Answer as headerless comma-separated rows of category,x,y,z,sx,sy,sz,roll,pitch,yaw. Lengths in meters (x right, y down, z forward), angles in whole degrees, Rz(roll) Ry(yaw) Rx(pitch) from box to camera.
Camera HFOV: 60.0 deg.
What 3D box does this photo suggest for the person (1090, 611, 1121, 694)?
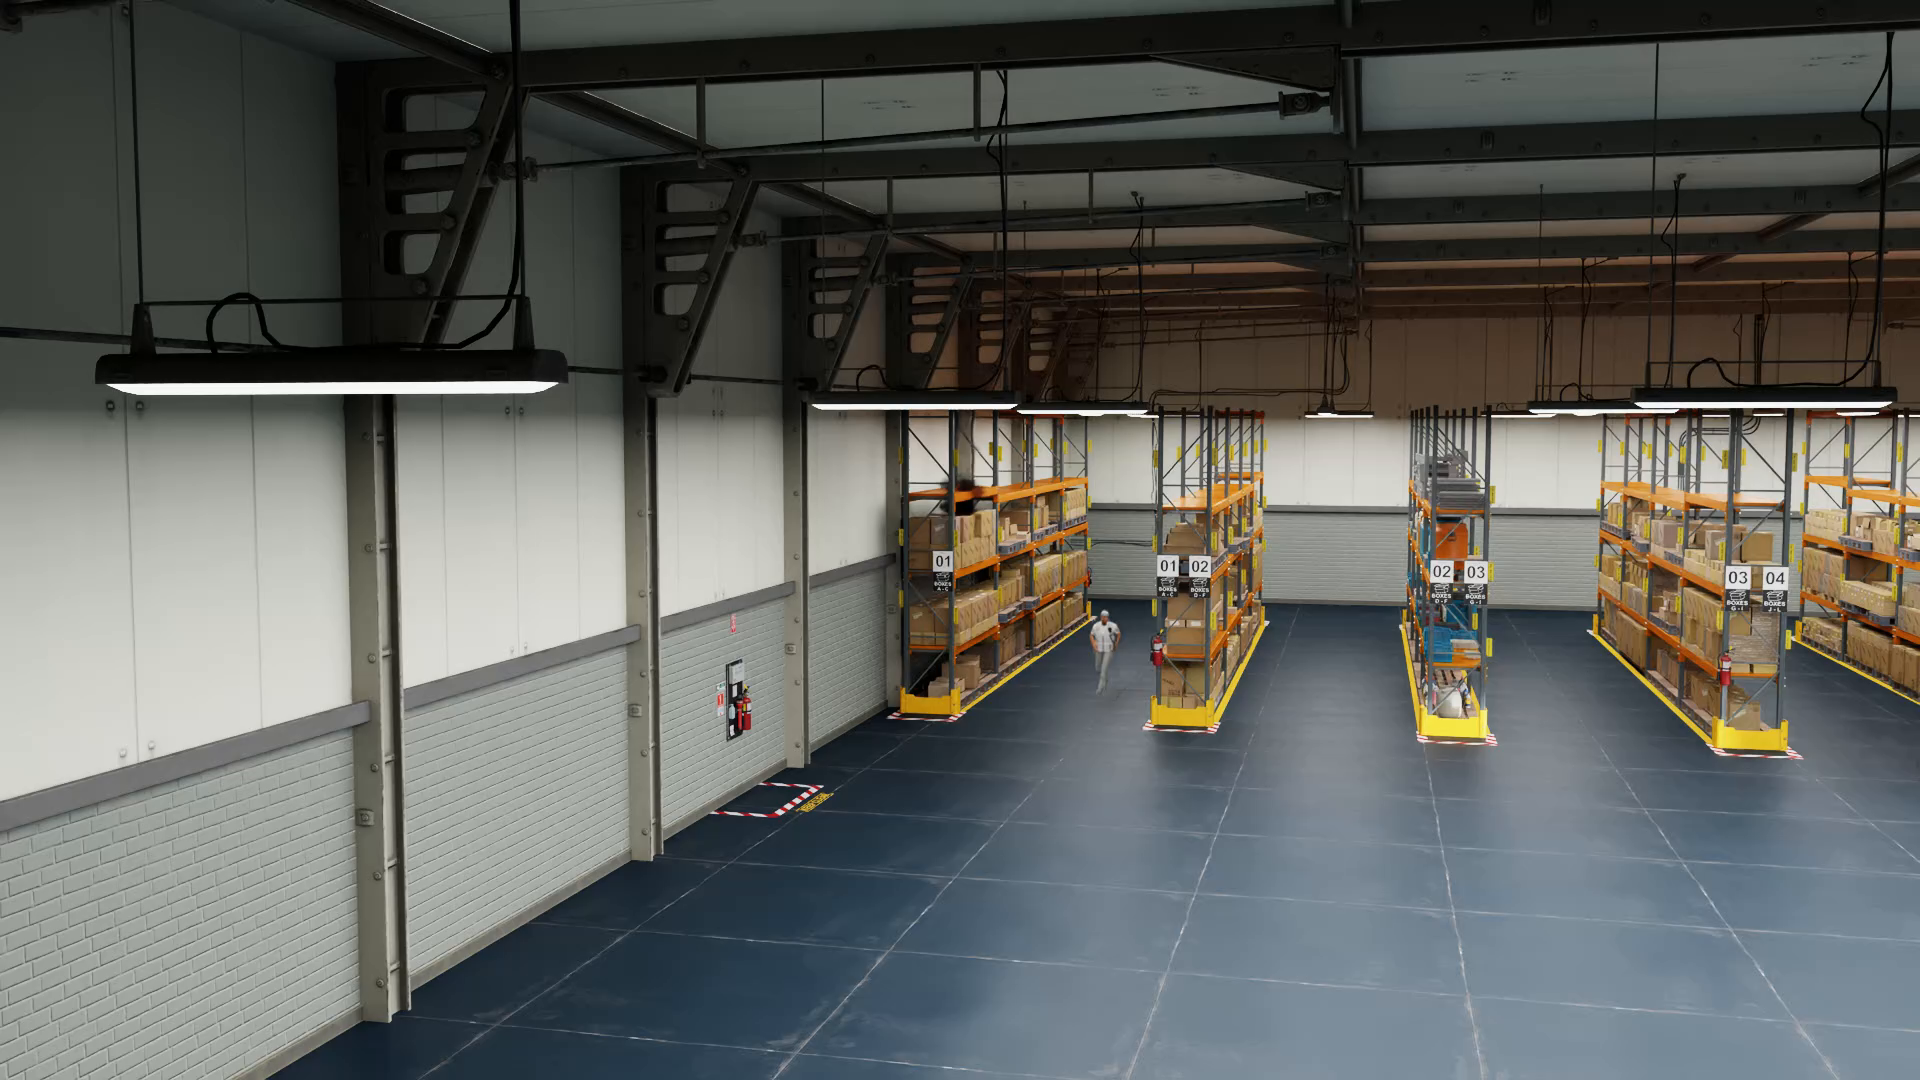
person,2.912,2.234,33.424,0.630,1.650,0.699,1,4,17
